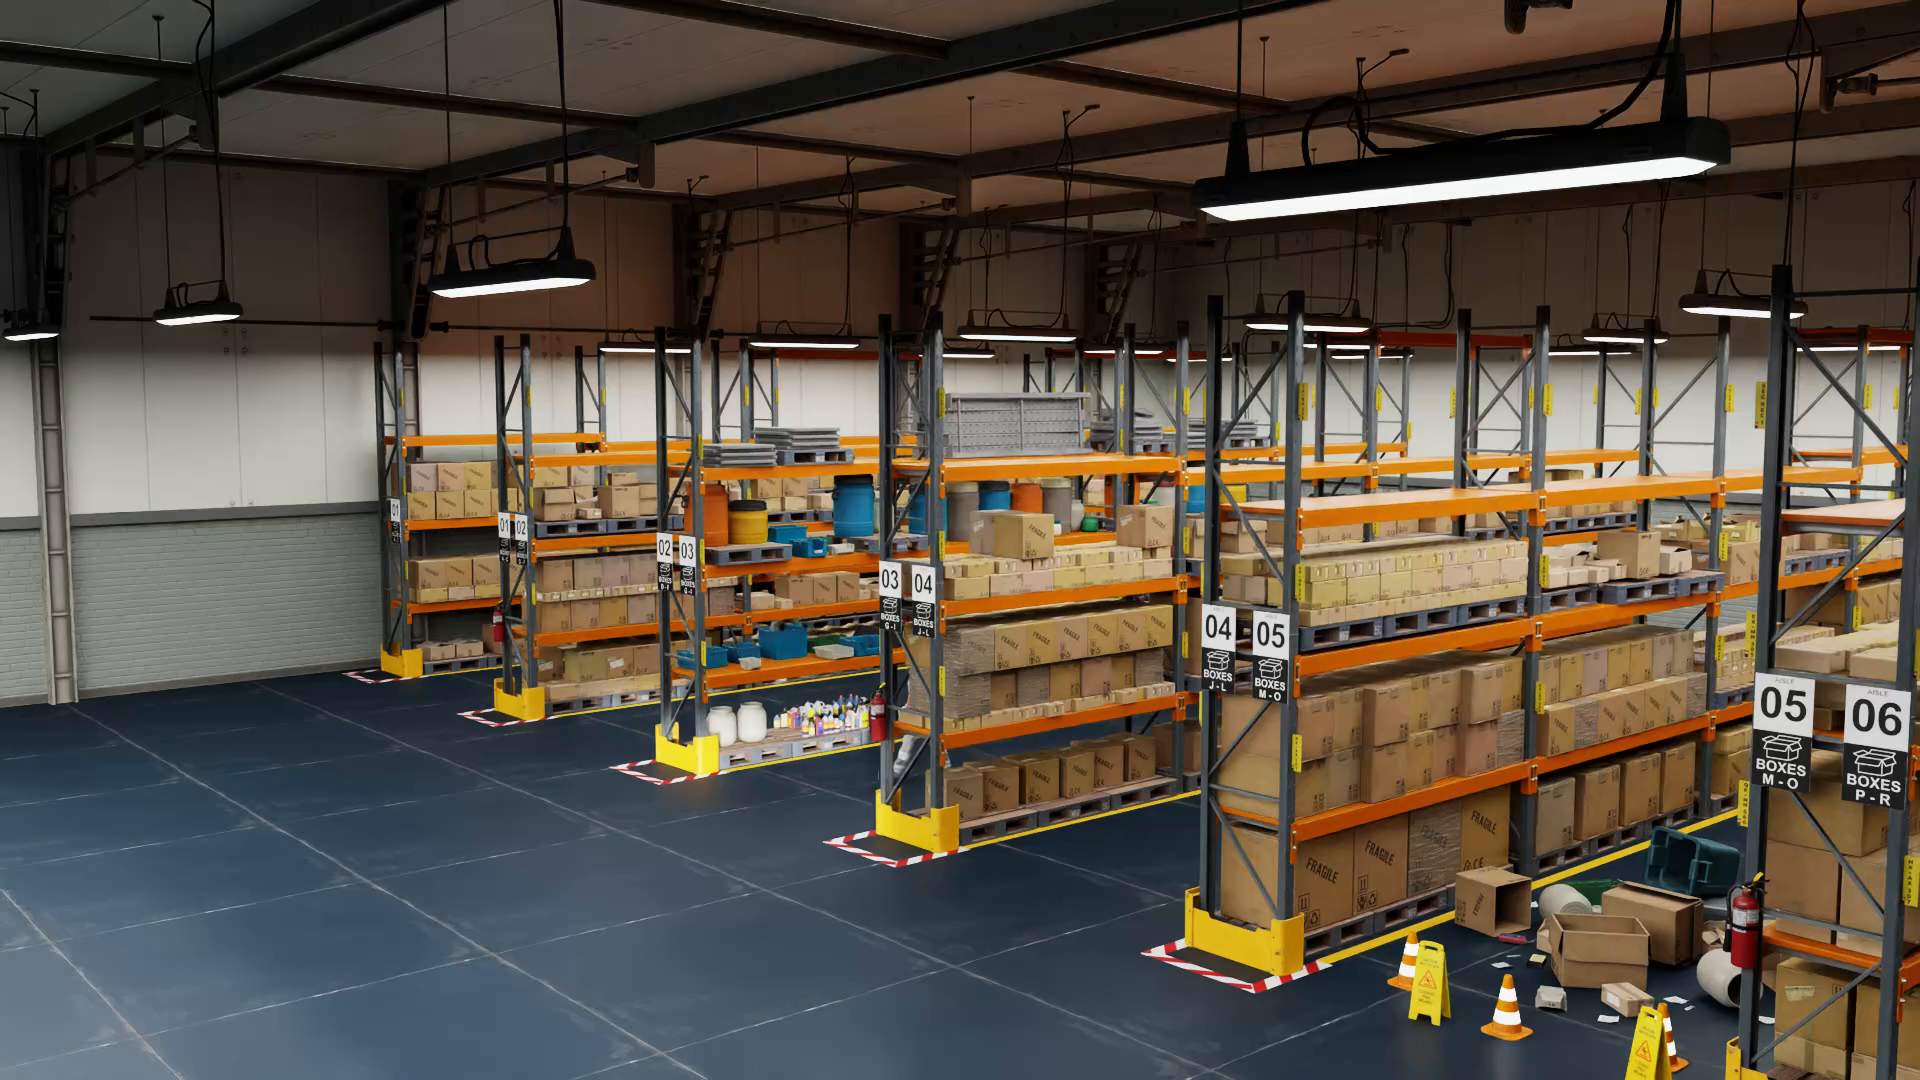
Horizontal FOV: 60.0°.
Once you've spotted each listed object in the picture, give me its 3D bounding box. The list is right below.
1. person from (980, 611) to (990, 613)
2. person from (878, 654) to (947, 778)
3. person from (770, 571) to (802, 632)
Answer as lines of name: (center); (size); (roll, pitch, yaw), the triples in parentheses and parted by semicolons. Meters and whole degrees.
person: (0.433, 1.555, 30.527); (0.503, 1.600, 1.044); (4, 7, 40)
person: (-0.605, 2.265, 22.006); (0.992, 1.735, 0.563); (0, 5, -4)
person: (-3.538, 1.310, 33.341); (1.064, 1.603, 0.556); (-4, 7, -38)
